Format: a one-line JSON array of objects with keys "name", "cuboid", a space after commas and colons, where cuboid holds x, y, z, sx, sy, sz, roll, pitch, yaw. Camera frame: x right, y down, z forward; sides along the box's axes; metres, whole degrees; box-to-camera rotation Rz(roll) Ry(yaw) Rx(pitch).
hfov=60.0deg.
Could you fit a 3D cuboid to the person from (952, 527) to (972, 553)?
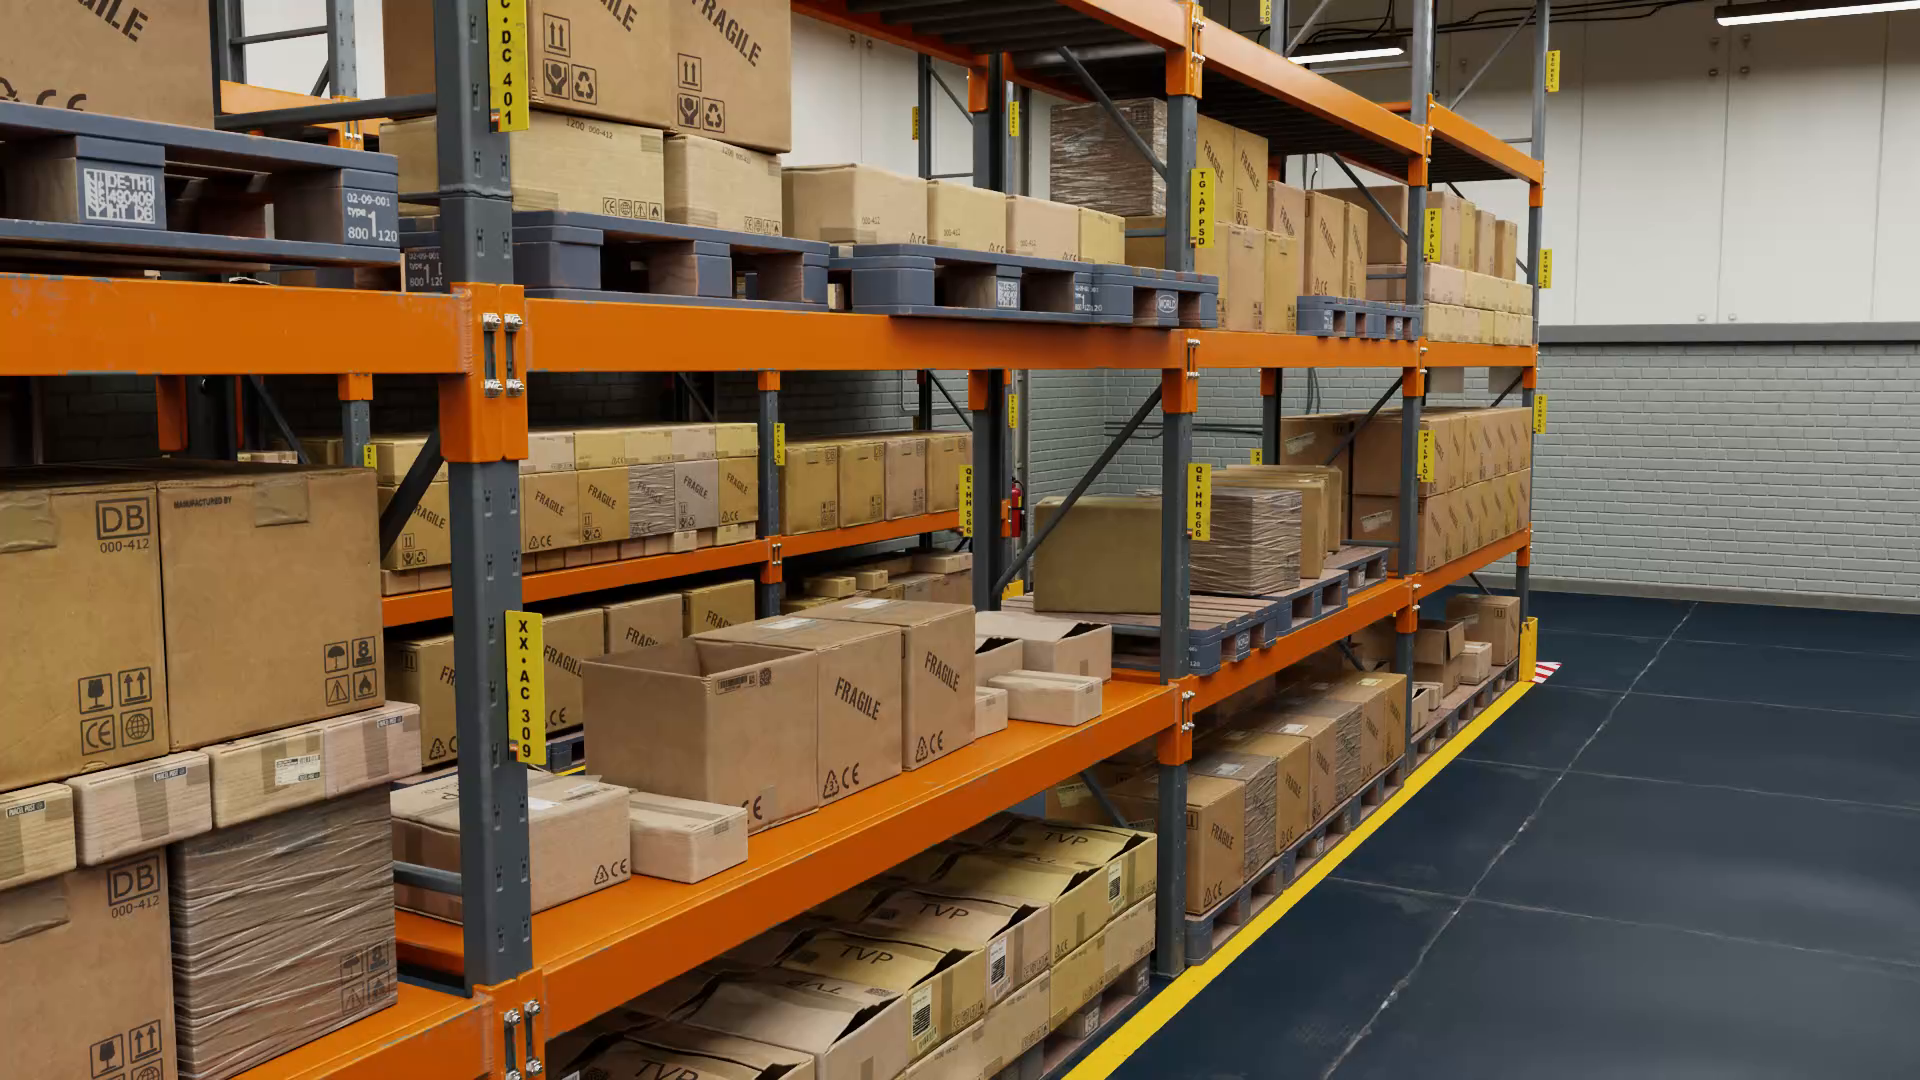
[{"name": "person", "cuboid": [0.200, -0.035, 17.877, 0.516, 1.630, 0.451, 3, 7, 27]}]
